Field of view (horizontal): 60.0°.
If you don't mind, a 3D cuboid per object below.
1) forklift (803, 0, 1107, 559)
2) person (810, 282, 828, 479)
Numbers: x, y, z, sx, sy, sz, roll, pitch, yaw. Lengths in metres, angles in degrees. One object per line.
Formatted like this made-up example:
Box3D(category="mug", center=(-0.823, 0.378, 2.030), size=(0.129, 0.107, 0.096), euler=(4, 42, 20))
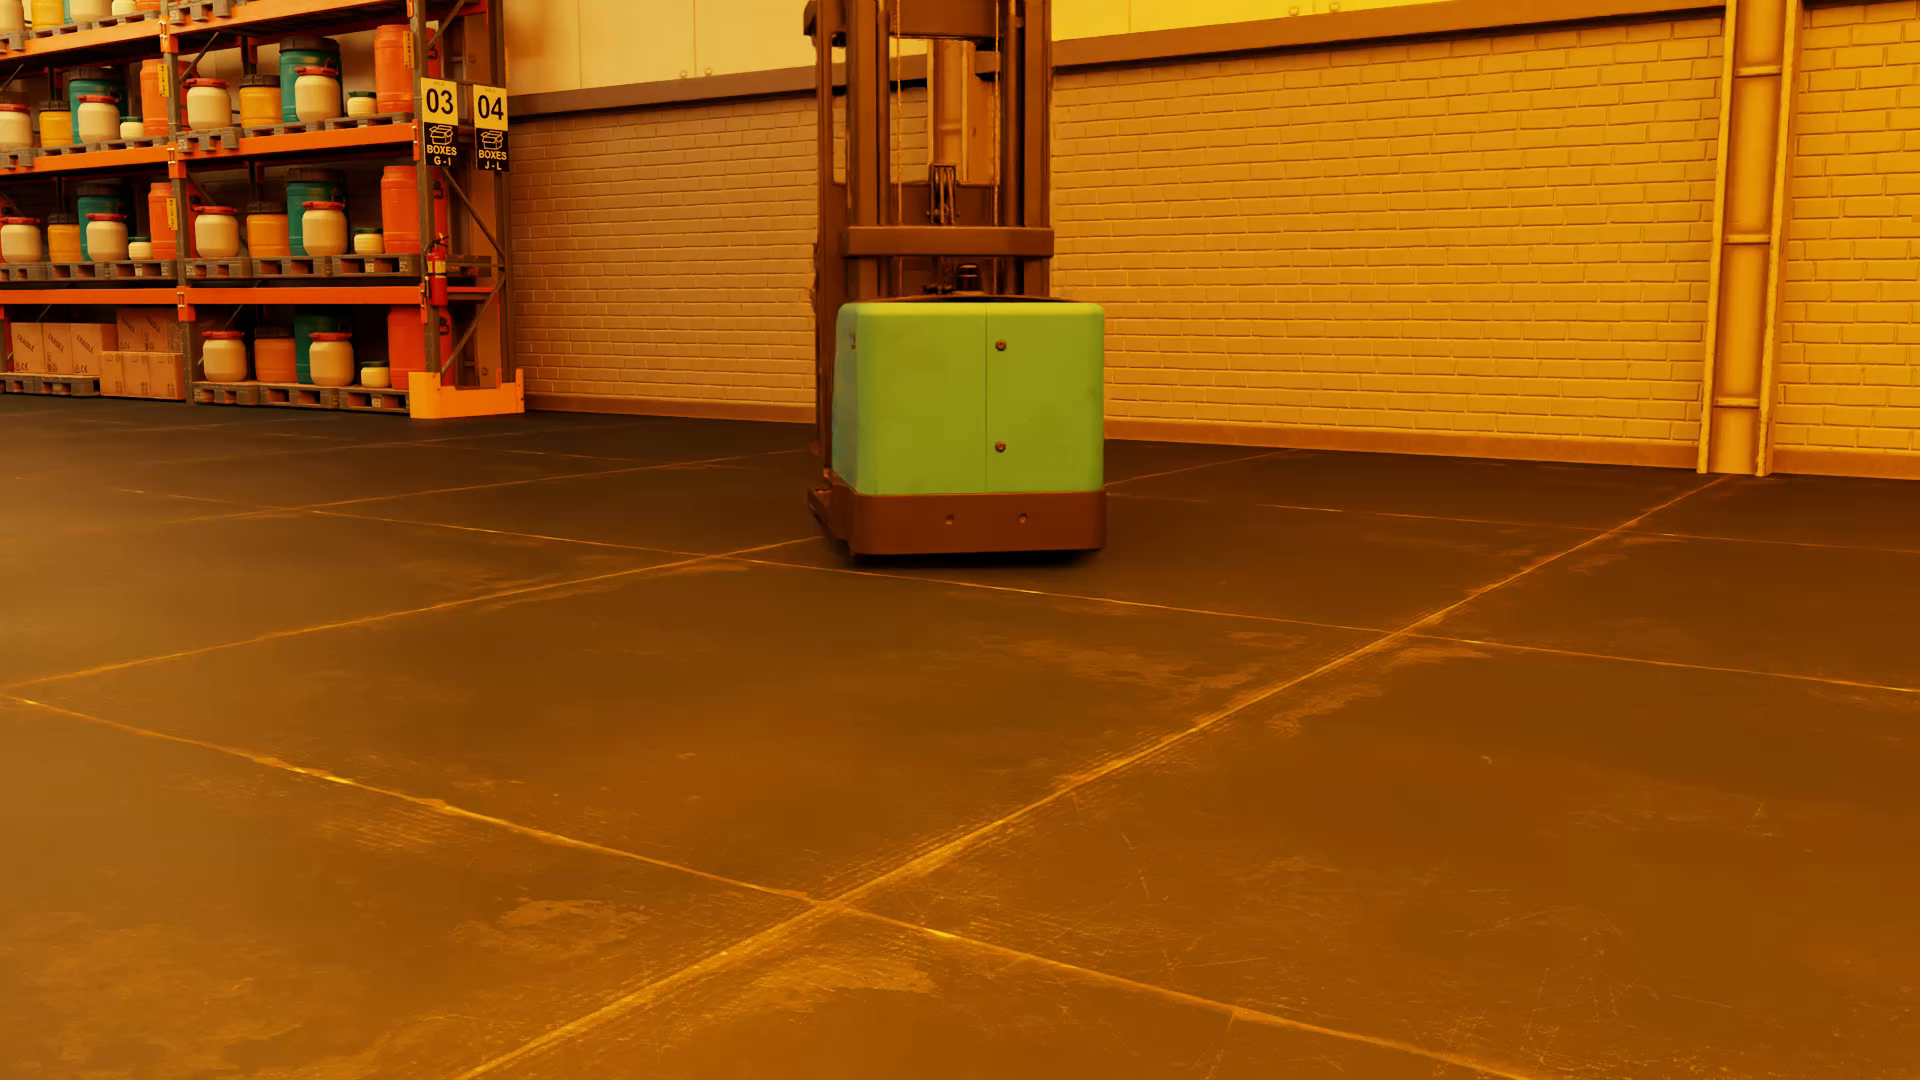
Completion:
Box3D(category="forklift", center=(-0.165, -1.540, 8.022), size=(1.130, 2.935, 3.031), euler=(-1, 8, -10))
Box3D(category="person", center=(-0.612, -1.150, 10.378), size=(0.640, 1.492, 0.780), euler=(4, 9, 28))
